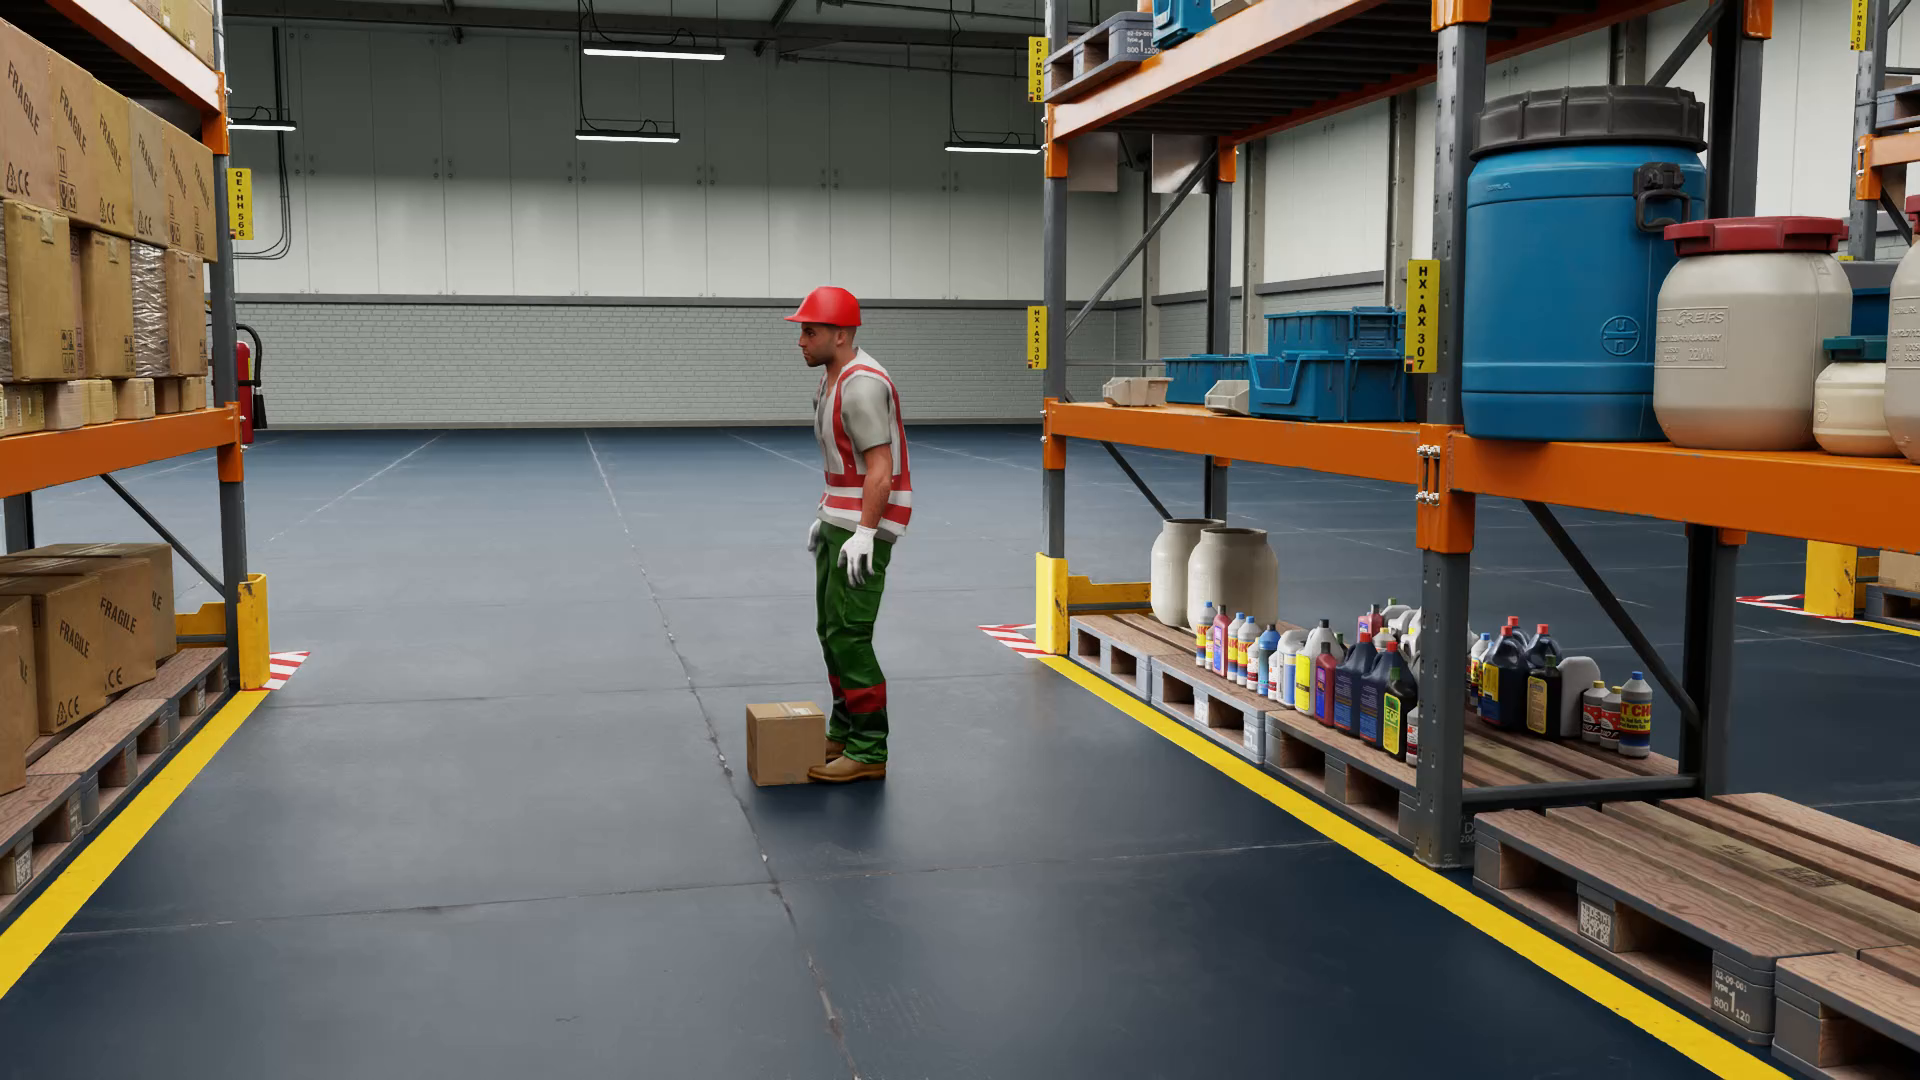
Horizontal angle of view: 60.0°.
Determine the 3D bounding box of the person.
[{"bbox_3d":[-0.416,-0.023,6.046,0.453,1.778,0.616,-2,6,-17],"label":"person"}]
